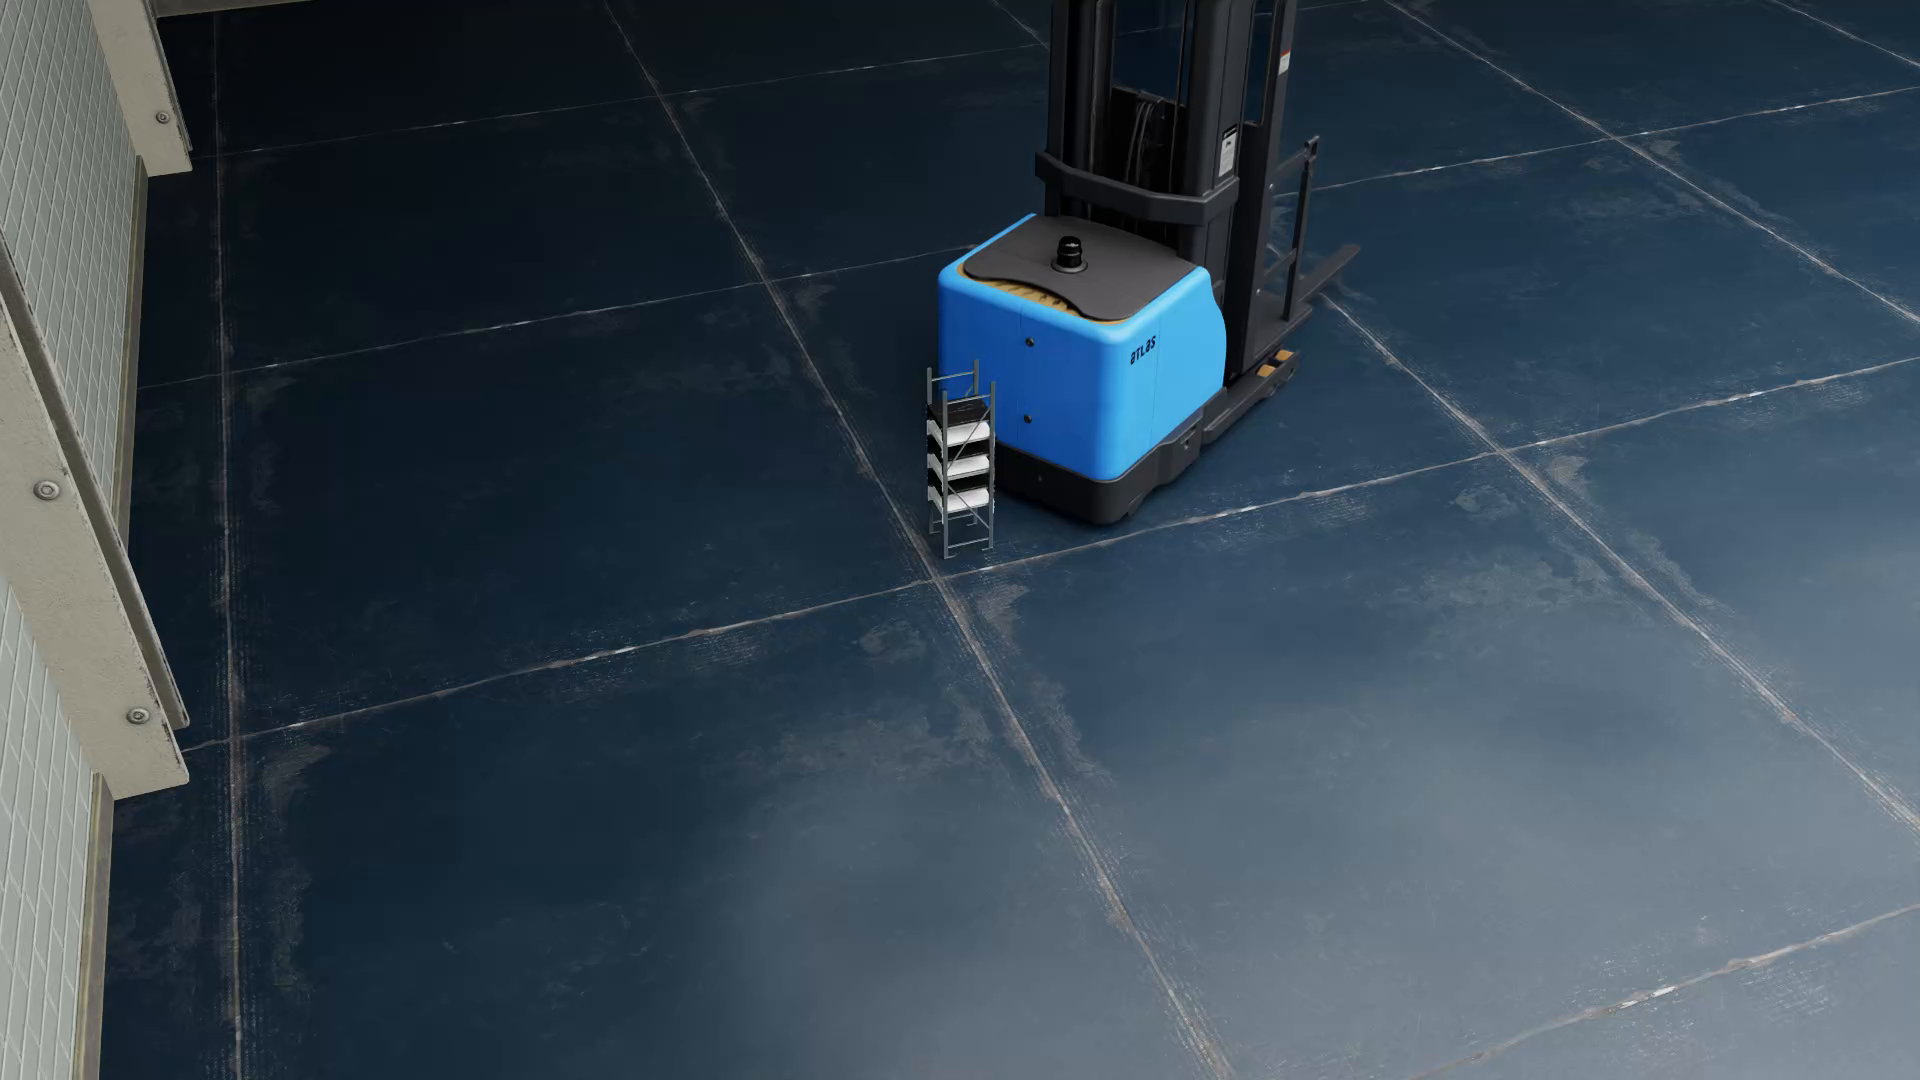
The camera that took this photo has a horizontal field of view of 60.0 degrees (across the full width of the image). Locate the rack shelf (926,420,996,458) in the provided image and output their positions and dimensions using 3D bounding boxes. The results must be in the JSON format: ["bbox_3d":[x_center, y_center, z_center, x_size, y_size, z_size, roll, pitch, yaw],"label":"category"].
[{"bbox_3d":[0.003,-0.472,7.385,0.258,0.077,0.200,-12,39,-16],"label":"rack shelf"}]

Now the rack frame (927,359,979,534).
[{"bbox_3d":[-0.032,-0.412,7.549,0.240,0.900,0.006,-12,39,-16],"label":"rack frame"}]

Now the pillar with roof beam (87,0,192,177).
[{"bbox_3d":[-1.247,-7.007,9.574,9.100,9.000,0.400,-12,39,-16],"label":"pillar with roof beam"}]

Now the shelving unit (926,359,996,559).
[{"bbox_3d":[0.003,-0.355,7.473,0.258,0.900,0.210,-12,39,-16],"label":"shelving unit"}]

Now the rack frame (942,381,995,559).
[{"bbox_3d":[0.038,-0.297,7.397,0.240,0.900,0.006,-12,39,-16],"label":"rack frame"}]

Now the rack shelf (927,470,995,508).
[{"bbox_3d":[0.003,-0.256,7.547,0.258,0.077,0.200,-12,39,-16],"label":"rack shelf"}]

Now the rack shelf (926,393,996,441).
[{"bbox_3d":[0.003,-0.544,7.331,0.258,0.077,0.200,-12,39,-16],"label":"rack shelf"}]

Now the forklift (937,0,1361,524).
[{"bbox_3d":[1.158,-2.081,8.077,1.130,2.935,3.031,24,43,28],"label":"forklift"}]

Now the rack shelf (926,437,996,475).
[{"bbox_3d":[0.003,-0.400,7.439,0.258,0.077,0.200,-12,39,-16],"label":"rack shelf"}]

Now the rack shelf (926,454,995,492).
[{"bbox_3d":[0.003,-0.328,7.493,0.258,0.077,0.200,-12,39,-16],"label":"rack shelf"}]

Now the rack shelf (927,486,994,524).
[{"bbox_3d":[0.003,-0.184,7.602,0.258,0.077,0.200,-12,39,-16],"label":"rack shelf"}]

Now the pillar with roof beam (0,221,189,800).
[{"bbox_3d":[0.818,-3.618,5.074,9.100,9.000,0.400,-12,39,-16],"label":"pillar with roof beam"}]
